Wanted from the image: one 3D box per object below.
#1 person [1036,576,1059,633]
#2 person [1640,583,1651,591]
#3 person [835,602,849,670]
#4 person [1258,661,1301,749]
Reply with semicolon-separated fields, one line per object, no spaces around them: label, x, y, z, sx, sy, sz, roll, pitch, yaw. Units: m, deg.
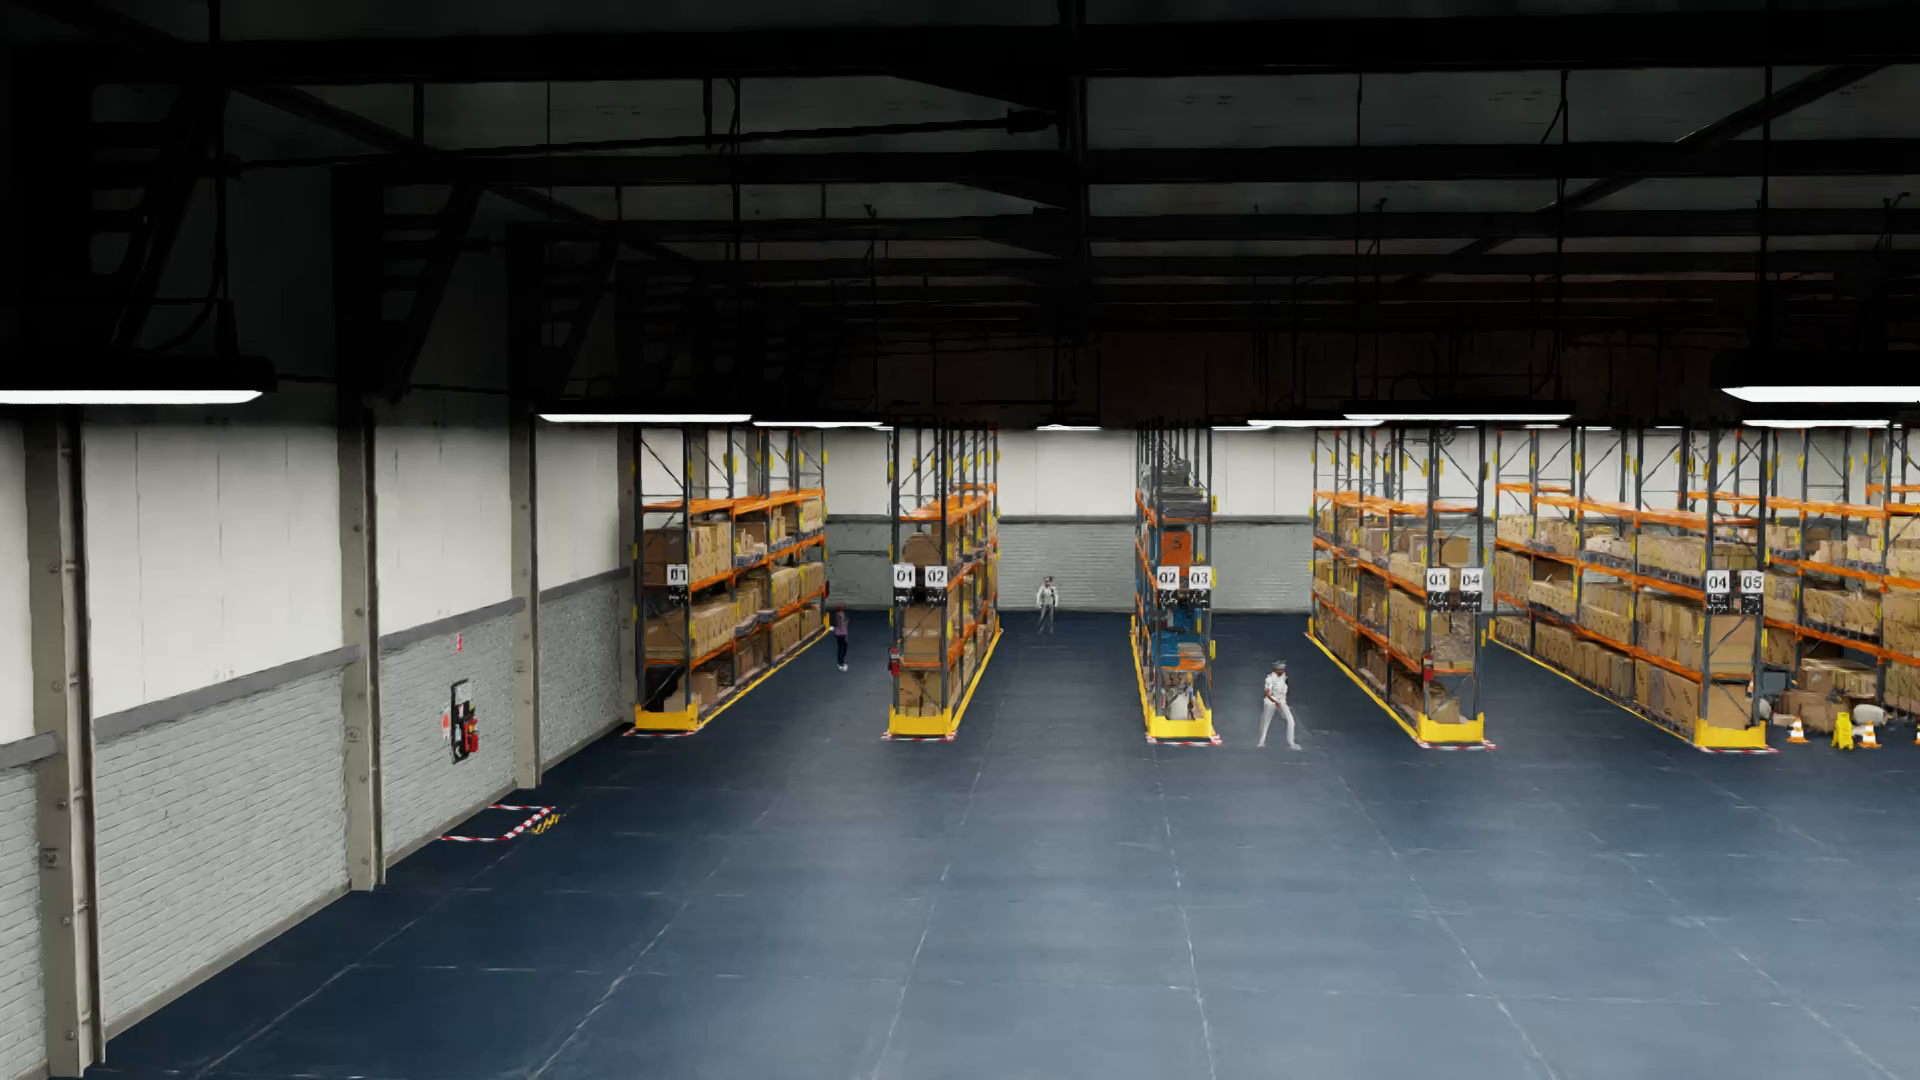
person;2.486;1.827;47.320;0.639;1.632;0.512;0;4;2
person;18.706;1.866;45.578;0.523;1.769;0.676;-1;4;-8
person;-2.840;2.320;40.139;0.346;1.642;0.482;-2;4;-23
person;5.718;2.953;29.986;0.614;1.616;0.765;-1;4;-17
